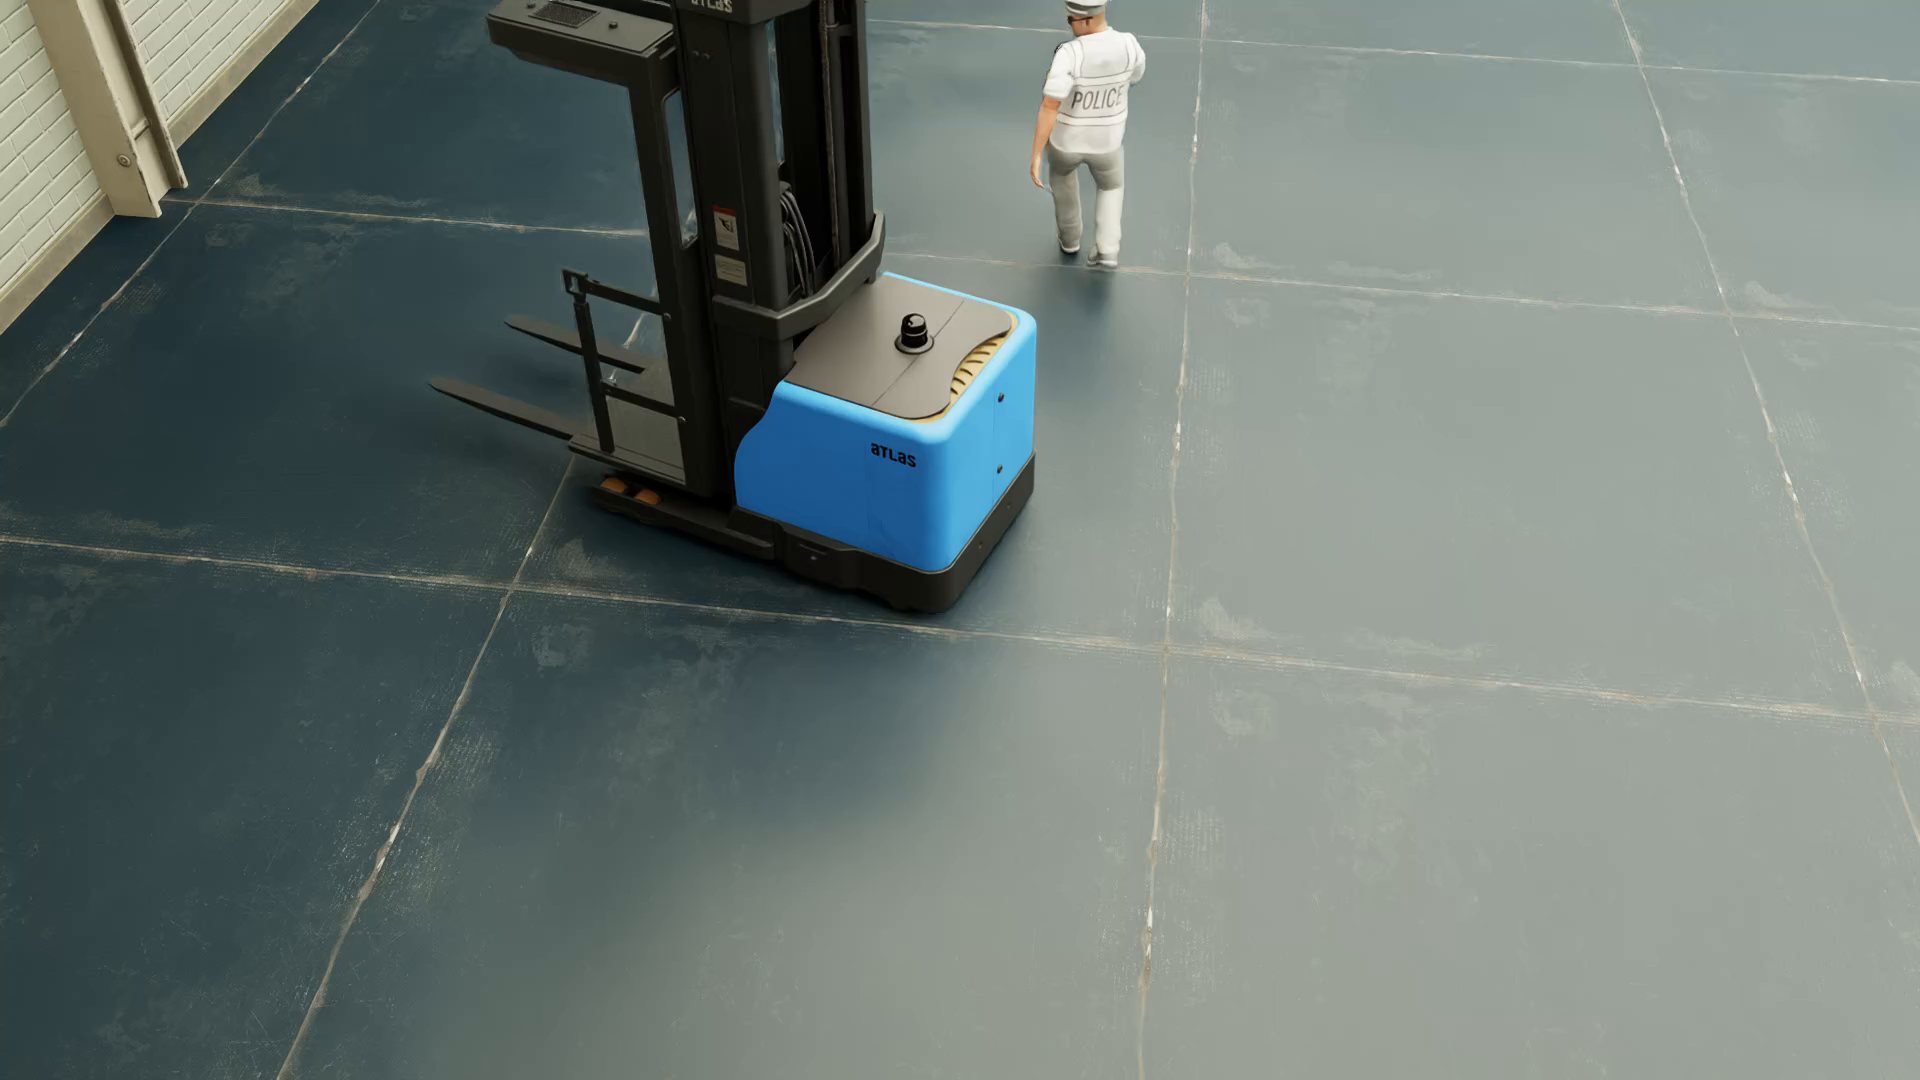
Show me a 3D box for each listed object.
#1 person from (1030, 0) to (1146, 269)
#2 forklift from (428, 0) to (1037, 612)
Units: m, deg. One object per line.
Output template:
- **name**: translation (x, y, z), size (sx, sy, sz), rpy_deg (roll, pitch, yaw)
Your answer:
- **person**: translation (0.679, -2.231, 9.098), size (0.628, 1.678, 0.761), rpy_deg (-1, 43, -1)
- **forklift**: translation (-1.195, -1.454, 7.307), size (3.031, 2.935, 1.130), rpy_deg (19, 46, 19)
